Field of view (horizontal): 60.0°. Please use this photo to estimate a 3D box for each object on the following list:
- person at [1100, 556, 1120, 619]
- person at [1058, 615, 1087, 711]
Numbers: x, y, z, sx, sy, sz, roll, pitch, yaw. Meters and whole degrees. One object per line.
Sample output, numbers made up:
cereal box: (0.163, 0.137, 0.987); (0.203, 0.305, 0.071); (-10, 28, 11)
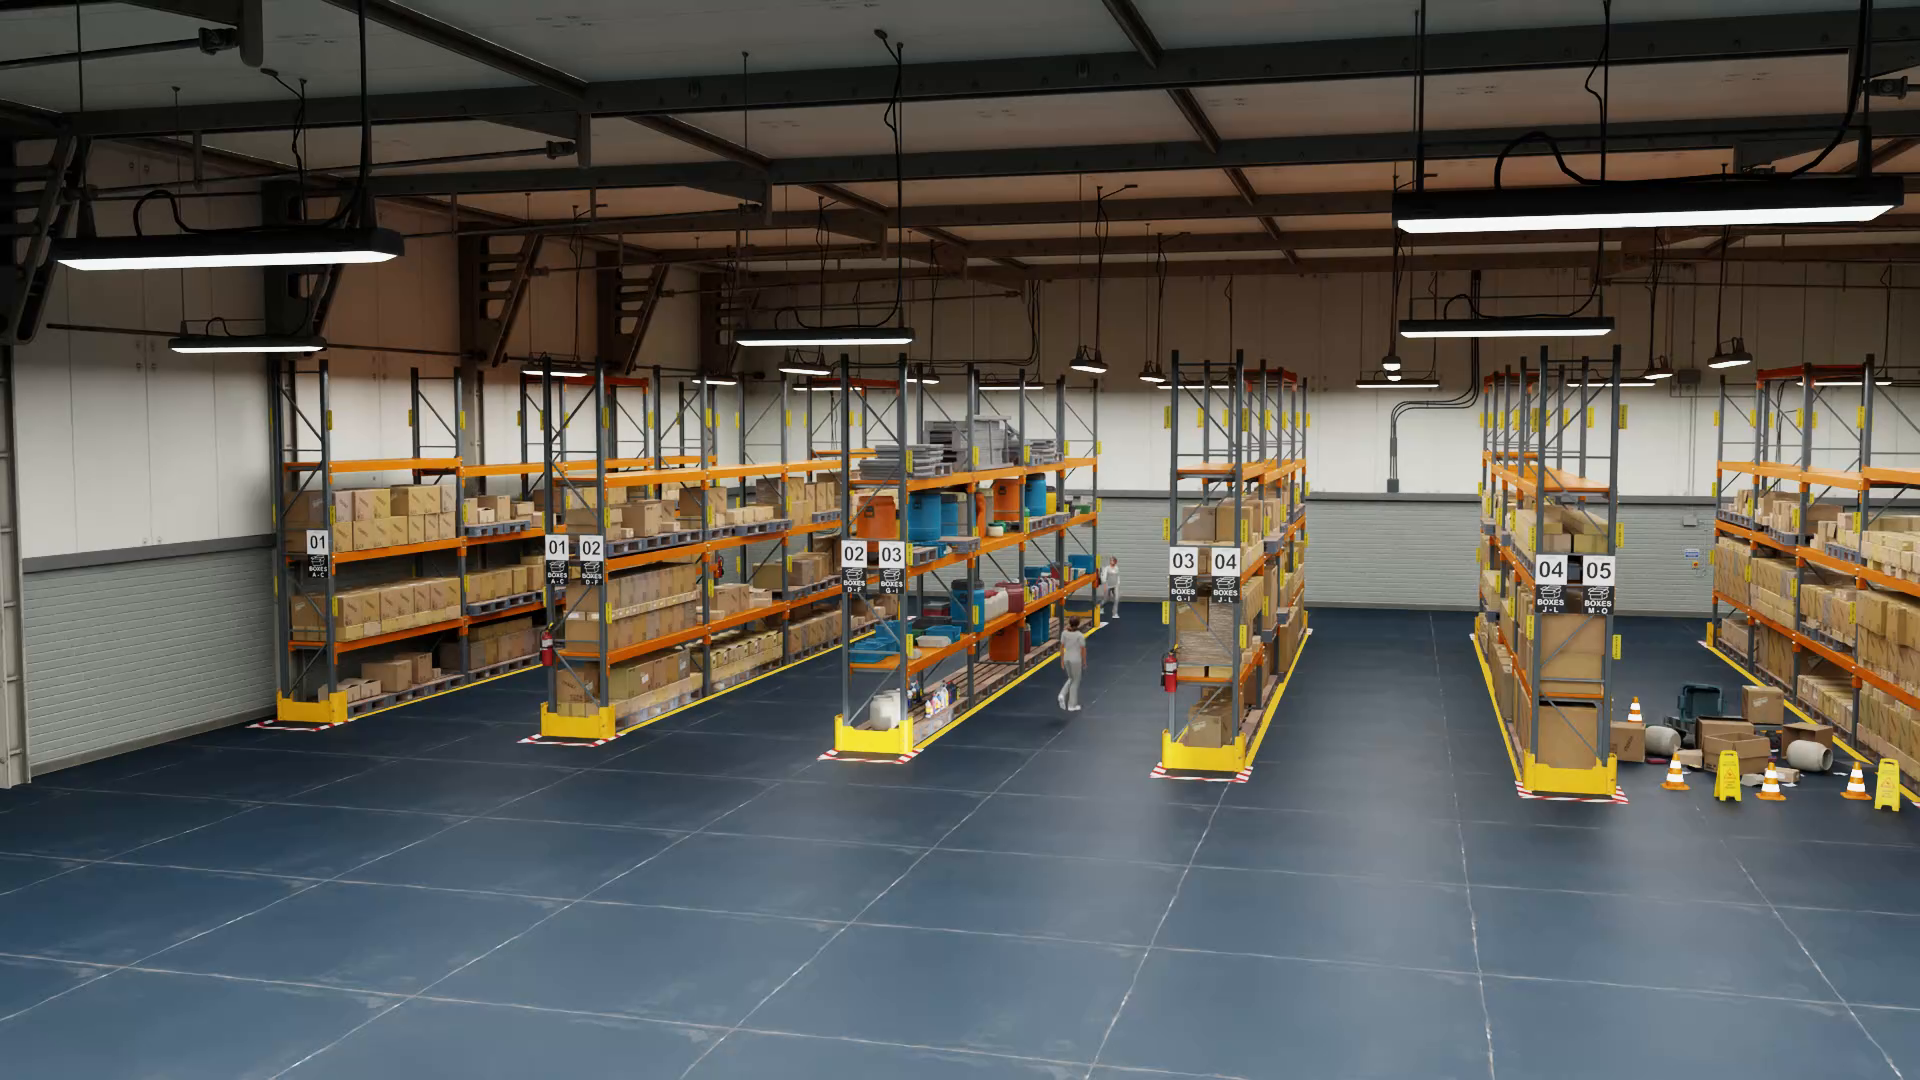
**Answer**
person: (3.828, 1.185, 42.159); (0.471, 1.552, 0.842); (-1, 4, -19)
person: (1.930, 2.099, 28.423); (0.484, 1.653, 0.441); (-3, 5, -40)
